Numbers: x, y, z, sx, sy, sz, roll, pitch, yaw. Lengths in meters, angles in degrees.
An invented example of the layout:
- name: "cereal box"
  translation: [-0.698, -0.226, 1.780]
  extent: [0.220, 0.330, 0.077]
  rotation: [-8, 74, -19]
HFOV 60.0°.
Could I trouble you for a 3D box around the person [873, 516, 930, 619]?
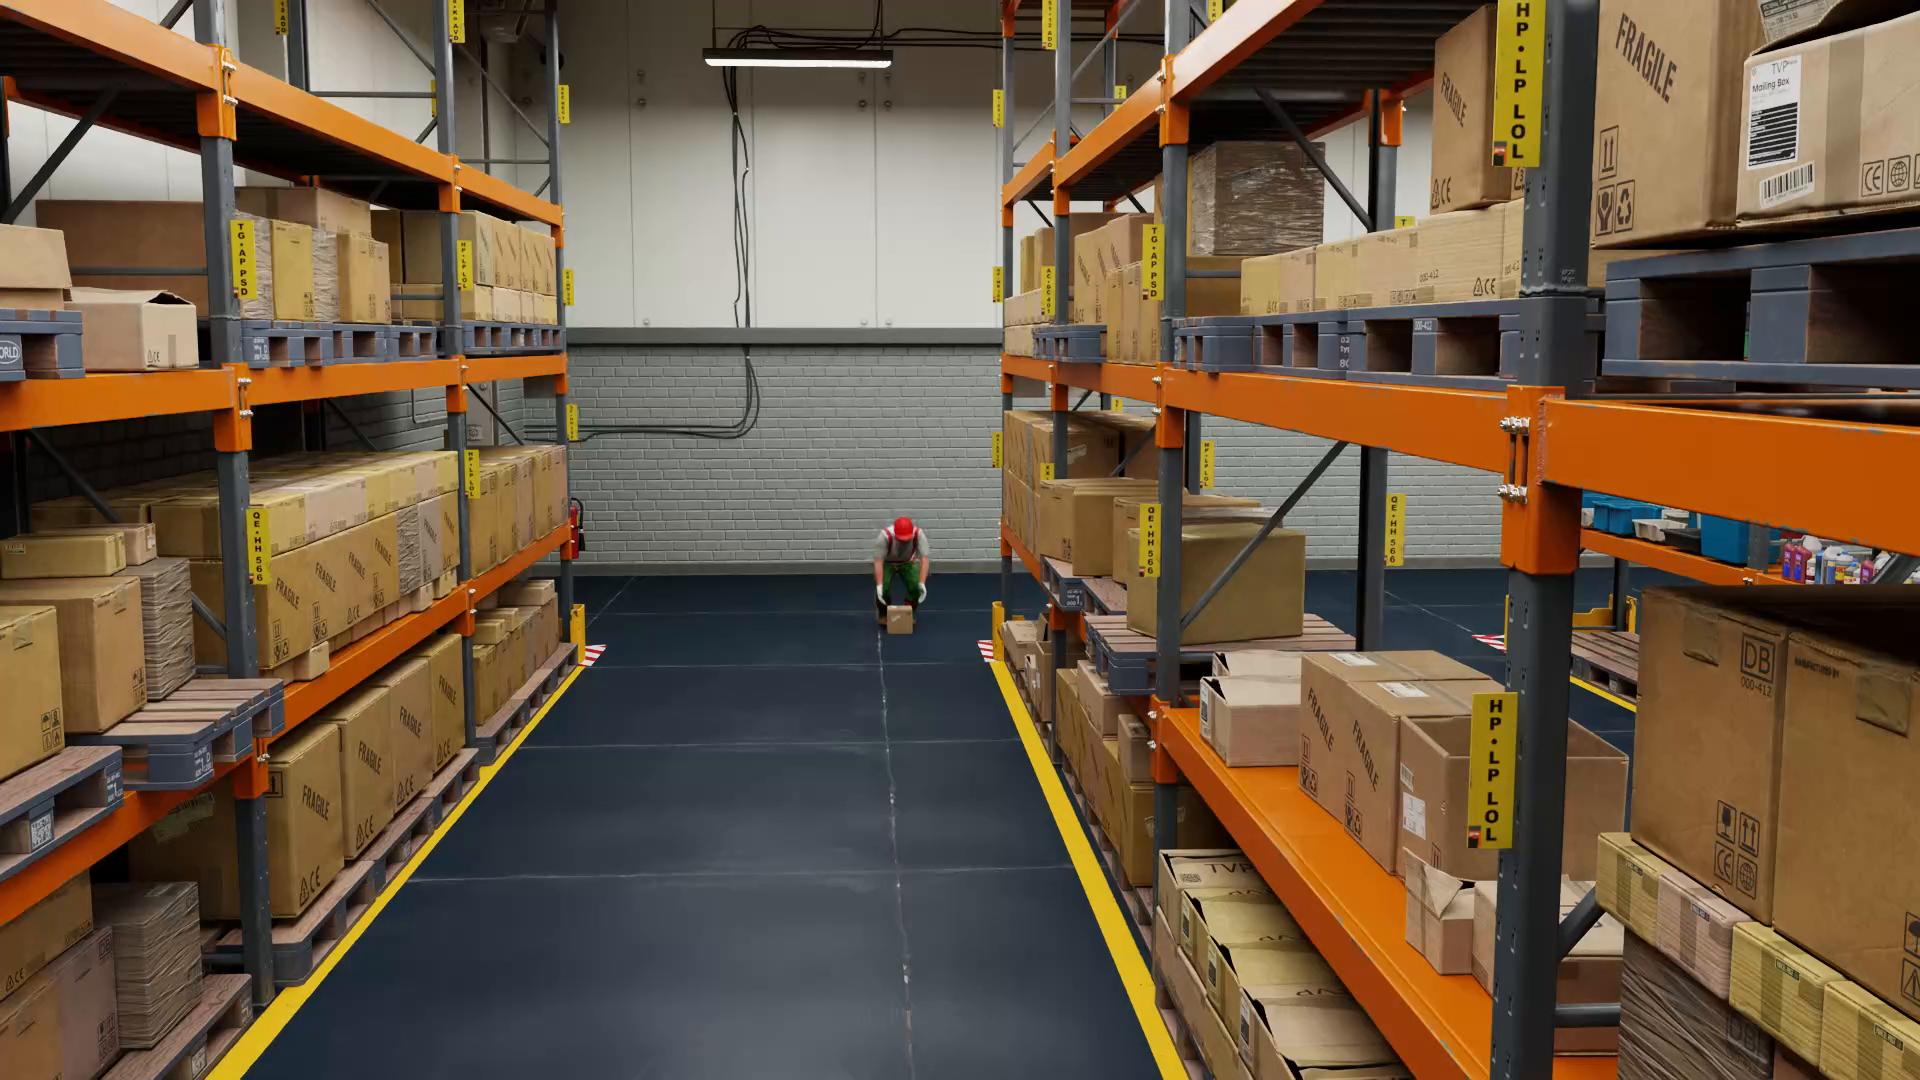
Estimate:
- name: "person"
  translation: [-0.608, 0.284, 17.166]
  extent: [0.585, 1.125, 0.852]
  rotation: [0, 7, -4]
